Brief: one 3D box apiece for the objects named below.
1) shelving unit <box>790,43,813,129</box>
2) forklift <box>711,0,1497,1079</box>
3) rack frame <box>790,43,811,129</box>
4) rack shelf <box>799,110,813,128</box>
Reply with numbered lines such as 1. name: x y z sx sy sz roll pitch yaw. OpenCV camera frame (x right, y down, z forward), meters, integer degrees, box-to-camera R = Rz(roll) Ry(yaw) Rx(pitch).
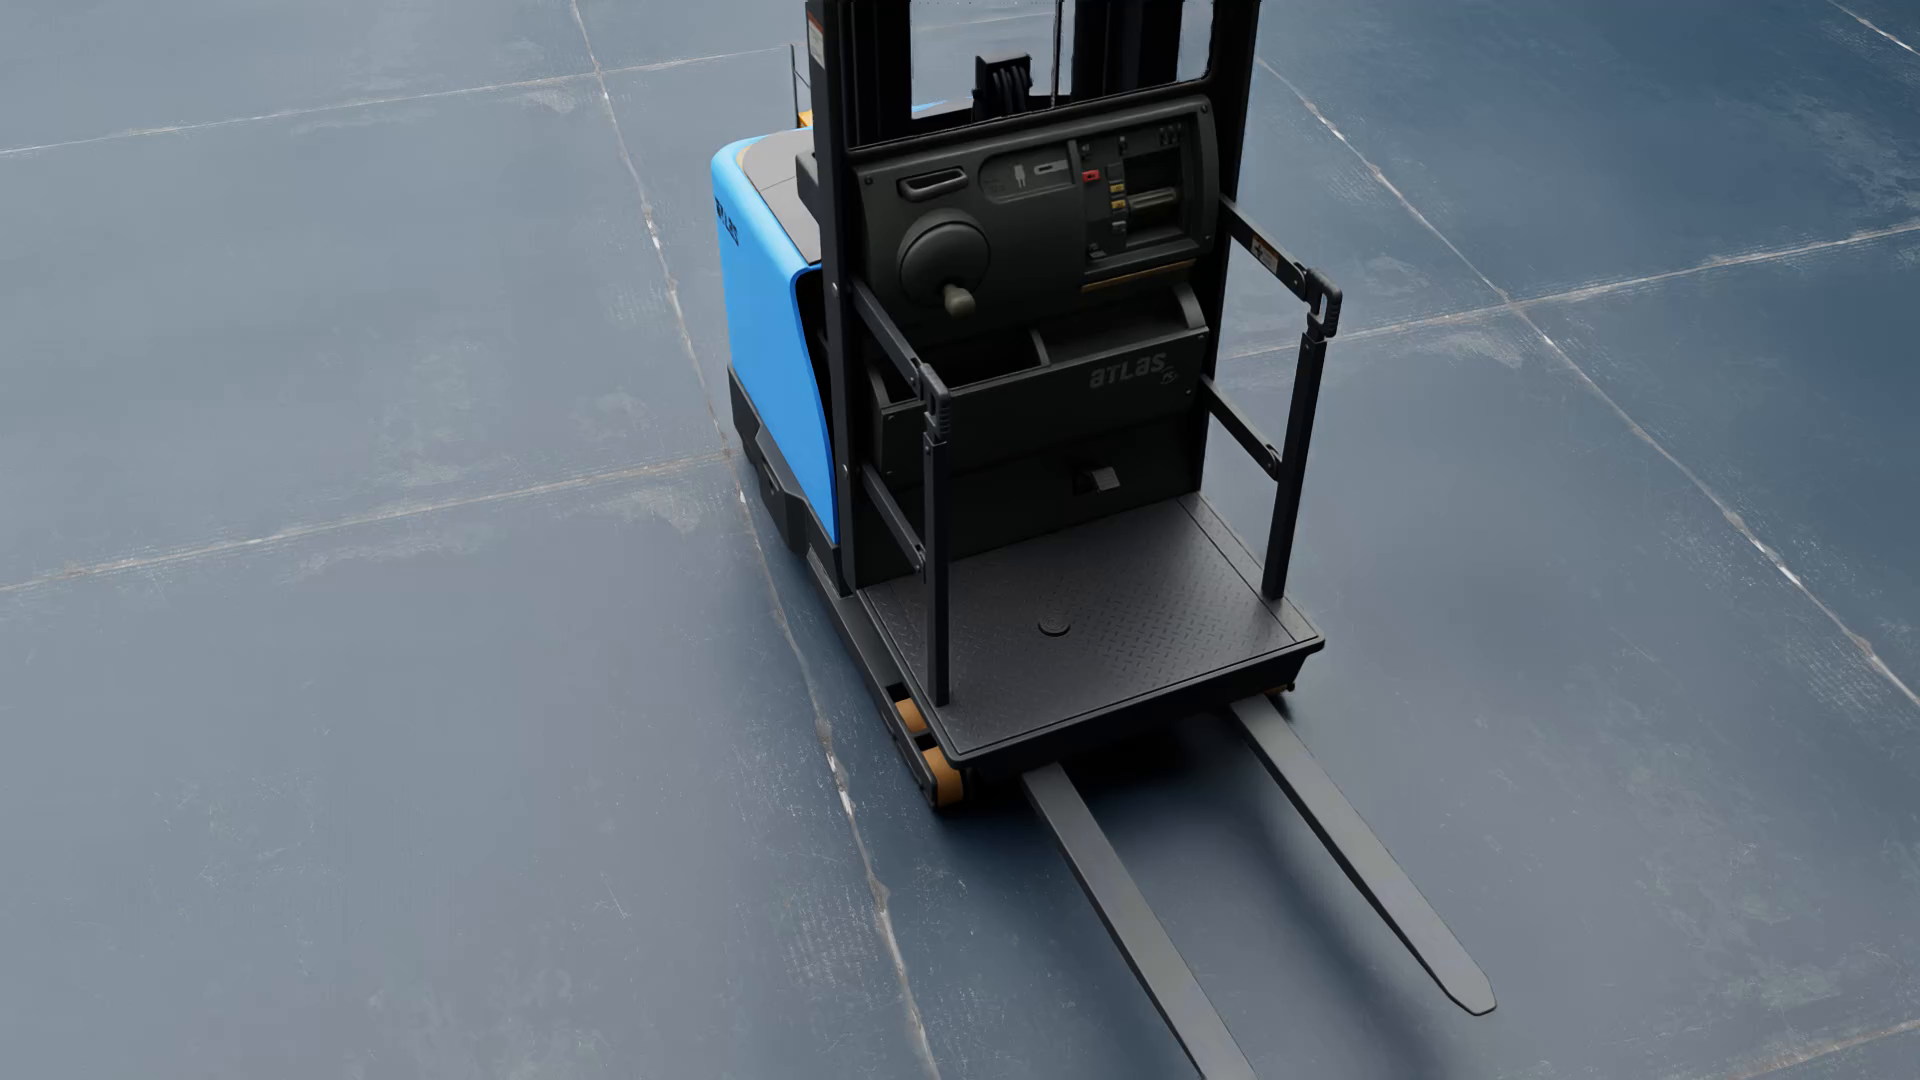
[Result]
1. shelving unit: -0.397 -1.058 5.549 0.189 1.200 0.258 -17 44 -19
2. forklift: 0.291 -0.717 3.843 1.130 2.935 3.031 -16 44 -18
3. rack frame: -0.480 -1.033 5.520 0.006 1.200 0.240 -17 44 -19
4. rack shelf: -0.397 -1.296 5.342 0.180 0.103 0.258 -17 44 -19
